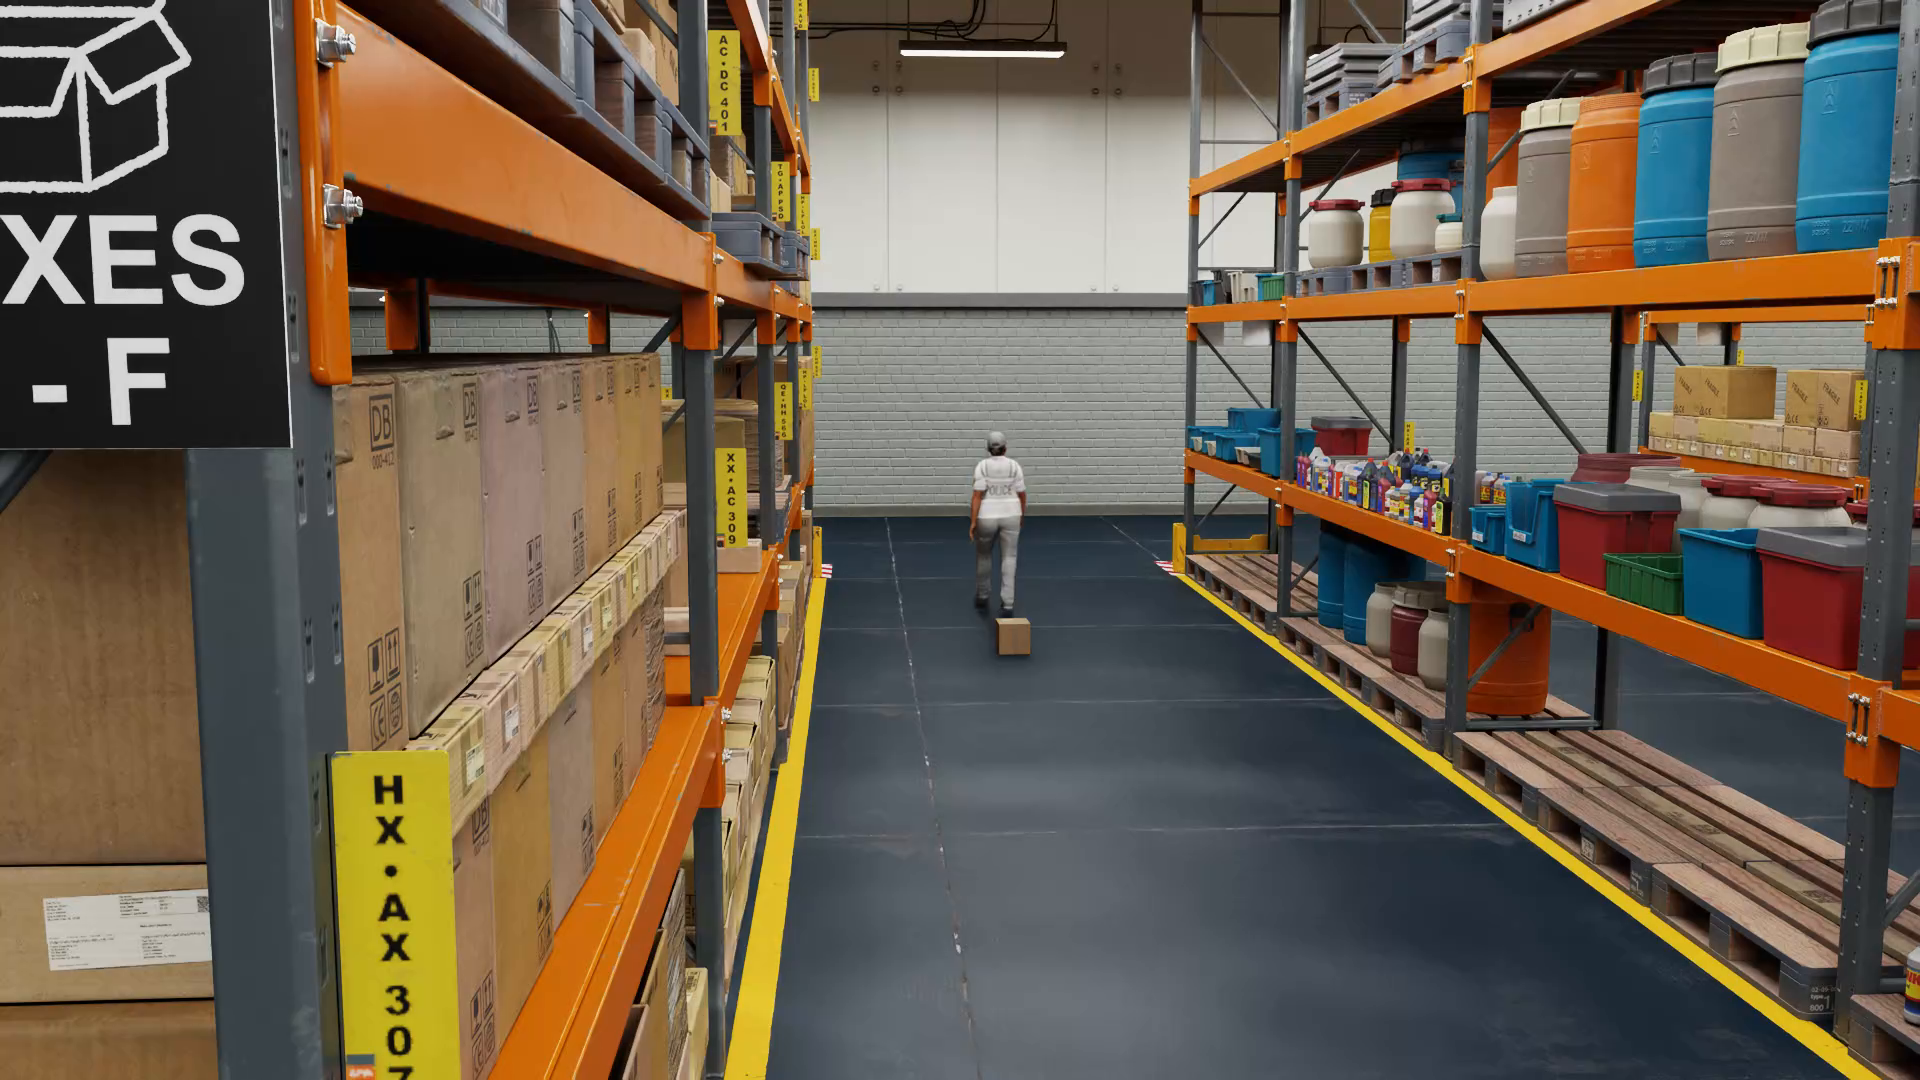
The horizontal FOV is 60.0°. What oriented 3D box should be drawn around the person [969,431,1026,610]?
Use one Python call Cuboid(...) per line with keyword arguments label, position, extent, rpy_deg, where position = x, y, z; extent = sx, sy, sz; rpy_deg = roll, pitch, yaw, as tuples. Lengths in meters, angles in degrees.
Cuboid(label="person", position=(0.350, -0.198, 15.259), extent=(0.514, 1.606, 0.993), rpy_deg=(0, 7, 2))
